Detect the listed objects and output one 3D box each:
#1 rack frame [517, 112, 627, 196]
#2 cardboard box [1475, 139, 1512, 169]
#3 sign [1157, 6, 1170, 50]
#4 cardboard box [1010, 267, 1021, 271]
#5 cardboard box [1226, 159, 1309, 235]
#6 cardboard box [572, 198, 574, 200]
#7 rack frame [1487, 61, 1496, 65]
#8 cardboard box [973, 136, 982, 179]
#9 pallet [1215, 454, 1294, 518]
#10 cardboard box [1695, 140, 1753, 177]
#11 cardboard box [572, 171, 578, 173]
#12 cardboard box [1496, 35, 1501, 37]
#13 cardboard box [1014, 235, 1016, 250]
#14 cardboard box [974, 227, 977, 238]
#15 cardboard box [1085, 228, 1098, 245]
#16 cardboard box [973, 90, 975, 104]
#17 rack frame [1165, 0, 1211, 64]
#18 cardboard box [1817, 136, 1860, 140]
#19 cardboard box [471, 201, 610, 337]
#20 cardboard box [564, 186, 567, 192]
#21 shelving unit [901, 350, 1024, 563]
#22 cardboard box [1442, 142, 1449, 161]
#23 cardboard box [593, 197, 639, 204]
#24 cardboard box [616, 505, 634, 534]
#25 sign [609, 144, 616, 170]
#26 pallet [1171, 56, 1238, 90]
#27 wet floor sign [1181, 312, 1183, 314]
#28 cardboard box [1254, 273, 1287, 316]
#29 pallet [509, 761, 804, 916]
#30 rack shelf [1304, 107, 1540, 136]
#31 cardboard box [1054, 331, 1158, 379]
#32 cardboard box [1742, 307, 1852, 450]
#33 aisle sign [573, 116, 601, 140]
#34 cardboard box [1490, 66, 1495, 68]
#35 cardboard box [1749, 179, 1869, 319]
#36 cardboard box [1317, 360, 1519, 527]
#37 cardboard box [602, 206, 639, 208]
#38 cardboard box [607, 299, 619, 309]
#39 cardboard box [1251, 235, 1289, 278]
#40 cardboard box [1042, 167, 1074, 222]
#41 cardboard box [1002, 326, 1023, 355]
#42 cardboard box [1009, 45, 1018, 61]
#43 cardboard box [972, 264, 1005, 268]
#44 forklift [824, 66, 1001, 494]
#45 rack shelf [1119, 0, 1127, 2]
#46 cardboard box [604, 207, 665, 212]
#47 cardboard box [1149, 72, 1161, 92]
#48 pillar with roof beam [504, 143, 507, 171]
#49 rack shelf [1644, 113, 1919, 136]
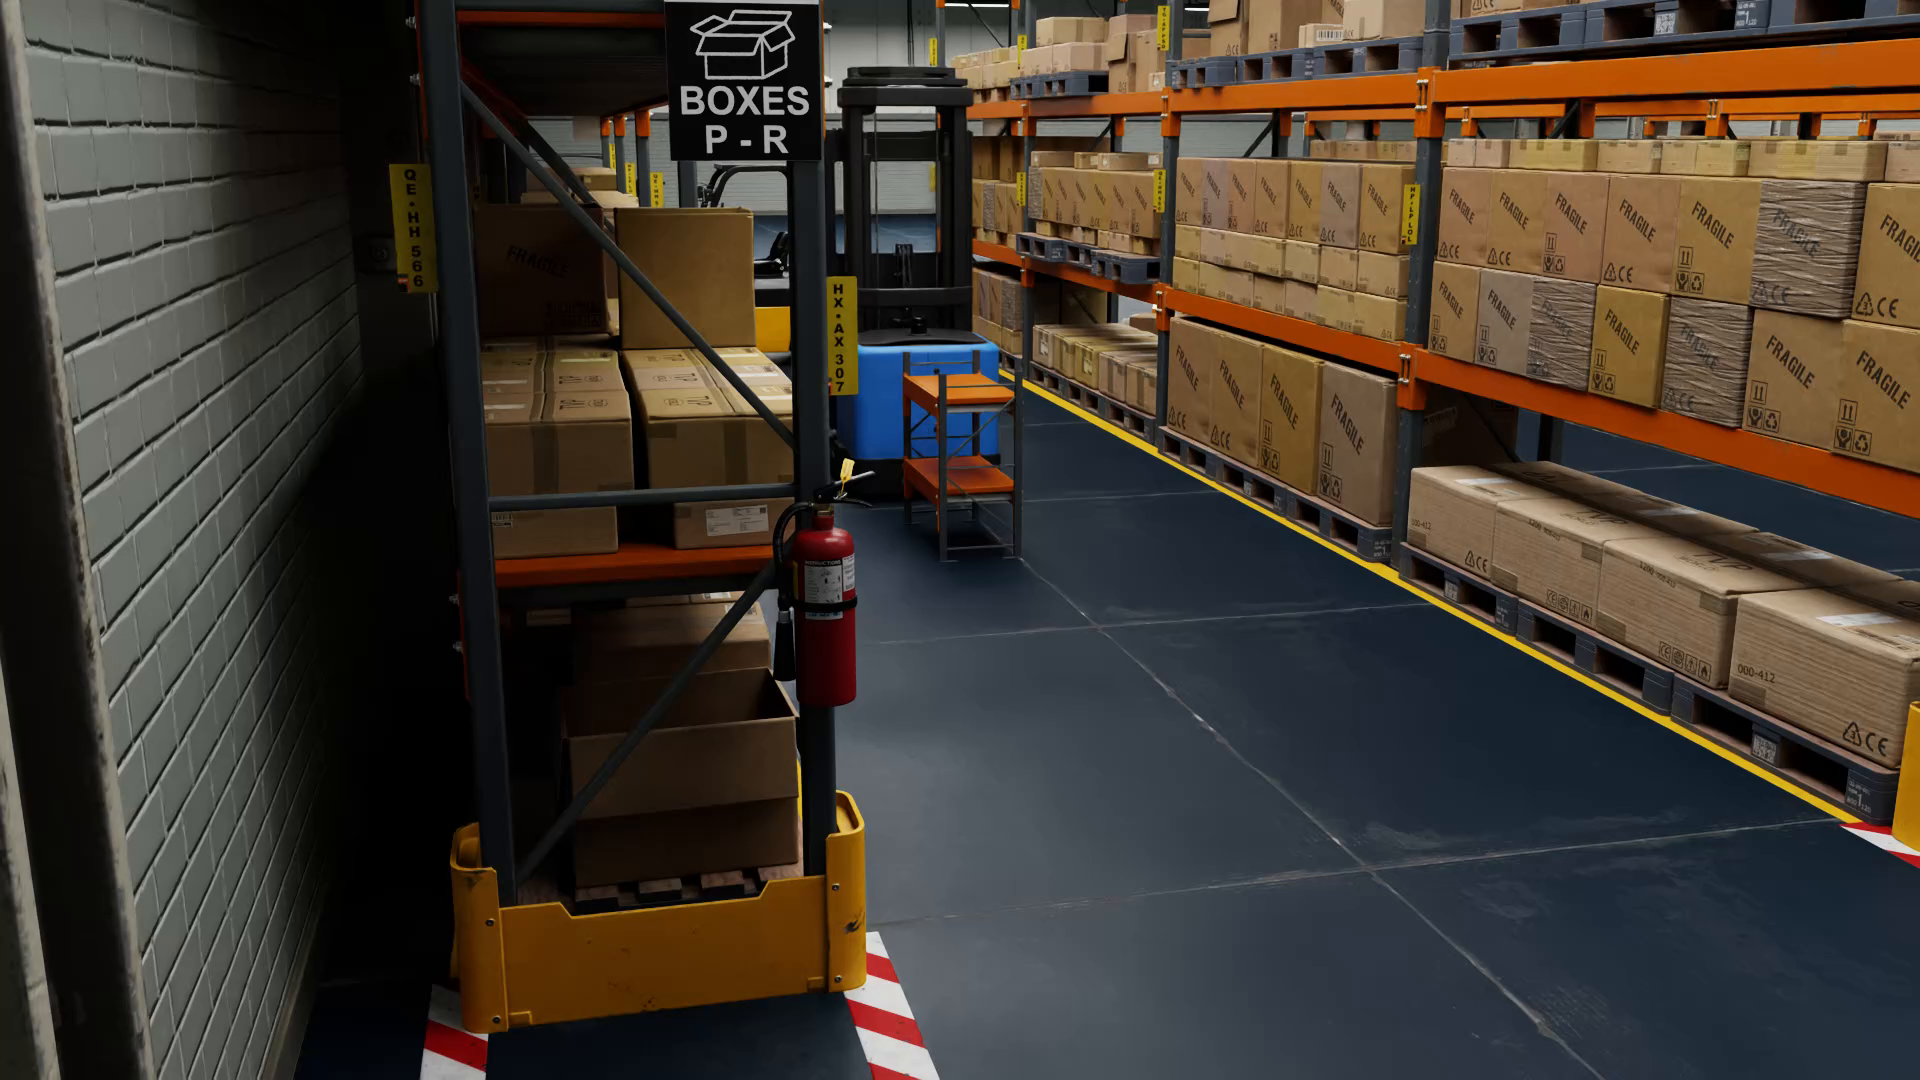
[{"bbox_3d":[-3.677,-2.879,15.891,1.000,3.000,0.127,-3,14,-13],"label":"rack frame"},{"bbox_3d":[2.923,-2.015,8.670,0.380,0.149,0.250,-3,14,-12],"label":"cardboard box"},{"bbox_3d":[1.558,-3.912,12.711,0.100,0.325,0.005,-3,14,-13],"label":"sign"},{"bbox_3d":[0.887,-2.905,19.324,0.500,0.500,0.500,-4,14,-15],"label":"cardboard box"},{"bbox_3d":[2.197,-2.407,11.640,0.500,0.500,0.500,-3,14,-12],"label":"cardboard box"},{"bbox_3d":[-3.884,-3.398,17.803,0.500,0.500,0.500,-3,14,-13],"label":"cardboard box"},{"bbox_3d":[5.935,-6.370,17.540,1.000,3.000,0.127,-3,14,-13],"label":"rack frame"},{"bbox_3d":[0.540,-4.652,20.206,0.700,0.500,0.500,-4,14,-15],"label":"cardboard box"},{"bbox_3d":[2.481,-0.412,11.669,1.003,0.211,1.213,-3,14,-13],"label":"pallet"},{"bbox_3d":[3.333,-1.601,6.974,0.380,0.149,0.250,-3,14,-12],"label":"cardboard box"},{"bbox_3d":[-3.843,-3.770,17.334,0.380,0.149,0.250,-3,14,-13],"label":"cardboard box"},{"bbox_3d":[3.248,-3.042,9.635,0.396,0.266,0.258,-3,14,-14],"label":"cardboard box"},{"bbox_3d":[0.775,-3.092,17.291,0.380,0.149,0.250,-3,14,-14],"label":"cardboard box"},{"bbox_3d":[0.371,-3.568,19.239,0.380,0.149,0.250,-3,14,-11],"label":"cardboard box"},{"bbox_3d":[1.340,-2.731,14.931,0.380,0.149,0.250,-4,14,-15],"label":"cardboard box"},{"bbox_3d":[0.277,-5.022,18.871,0.380,0.149,0.250,-3,14,-13],"label":"cardboard box"},{"bbox_3d":[2.086,-5.148,12.538,1.000,3.000,0.127,-3,14,-13],"label":"rack frame"},{"bbox_3d":[10.406,-4.476,19.484,0.500,0.500,0.500,-3,14,-13],"label":"cardboard box"},{"bbox_3d":[-1.707,-1.111,6.764,0.500,0.500,0.500,-4,14,-15],"label":"cardboard box"},{"bbox_3d":[-4.215,-3.540,17.019,0.380,0.149,0.250,-3,14,-11],"label":"cardboard box"},{"bbox_3d":[0.002,-0.545,10.287,0.538,1.125,1.048,-3,14,-13],"label":"shelving unit"},{"bbox_3d":[5.881,-4.140,18.462,0.875,0.550,0.550,-3,14,-13],"label":"cardboard box"},{"bbox_3d":[-2.915,-2.826,14.098,0.380,0.149,0.250,-4,14,-15],"label":"cardboard box"},{"bbox_3d":[-1.197,-0.112,5.095,0.380,0.149,0.250,-3,14,-12],"label":"cardboard box"},{"bbox_3d":[-4.086,-4.506,19.613,0.100,0.325,0.005,-3,14,-13],"label":"sign"},{"bbox_3d":[2.289,-3.454,12.320,1.213,0.211,1.003,-3,14,-11],"label":"pallet"},{"bbox_3d":[3.064,-3.131,21.884,0.267,0.644,0.232,-6,15,-23],"label":"wet floor sign"},{"bbox_3d":[2.331,-1.682,11.305,0.500,0.250,0.500,-3,14,-13],"label":"cardboard box"},{"bbox_3d":[-1.065,1.043,5.715,1.003,0.211,1.213,-3,14,-13],"label":"pallet"},{"bbox_3d":[5.465,-5.025,19.870,1.077,0.370,4.000,-3,14,-13],"label":"rack shelf"},{"bbox_3d":[1.445,-1.797,16.116,0.950,0.372,0.625,-2,14,-10],"label":"cardboard box"},{"bbox_3d":[3.491,-0.650,6.556,0.500,0.500,0.500,-4,14,-14],"label":"cardboard box"},{"bbox_3d":[-4.347,-5.096,19.488,0.394,0.787,0.004,-3,14,-13],"label":"aisle sign"},{"bbox_3d":[6.117,-5.206,18.529,0.380,0.149,0.250,-3,14,-13],"label":"cardboard box"},{"bbox_3d":[3.469,-1.139,6.453,0.500,0.500,0.500,-3,14,-13],"label":"cardboard box"},{"bbox_3d":[2.802,-0.621,10.242,0.875,0.875,0.875,-3,14,-11],"label":"cardboard box"},{"bbox_3d":[-2.526,-2.410,12.393,0.380,0.149,0.250,-3,14,-12],"label":"cardboard box"},{"bbox_3d":[-1.442,-1.001,7.894,0.500,0.250,0.500,-3,14,-12],"label":"cardboard box"},{"bbox_3d":[2.297,-1.920,11.230,0.500,0.250,0.500,-3,14,-12],"label":"cardboard box"},{"bbox_3d":[1.096,-3.314,15.949,0.500,0.500,0.500,-3,14,-13],"label":"cardboard box"},{"bbox_3d":[0.747,-2.146,17.800,0.500,0.250,0.500,-3,14,-11],"label":"cardboard box"},{"bbox_3d":[0.724,-4.996,17.084,0.380,0.149,0.250,-4,14,-15],"label":"cardboard box"},{"bbox_3d":[0.261,-2.985,19.652,0.500,0.500,0.500,-4,14,-15],"label":"cardboard box"},{"bbox_3d":[-0.496,-2.042,12.610,1.130,2.935,3.031,-3,14,-10],"label":"forklift"},{"bbox_3d":[1.616,-5.066,14.559,1.077,0.370,4.000,-3,14,-13],"label":"rack shelf"},{"bbox_3d":[-2.175,-1.844,10.553,0.797,0.503,0.637,-4,14,-14],"label":"cardboard box"},{"bbox_3d":[1.742,-3.687,13.406,0.380,0.149,0.250,-3,14,-13],"label":"cardboard box"},{"bbox_3d":[-2.554,-8.129,24.741,9.100,9.000,0.400,-3,14,-13],"label":"pillar with roof beam"},{"bbox_3d":[10.310,-5.278,20.906,1.077,0.370,4.000,-3,14,-13],"label":"rack shelf"}]
